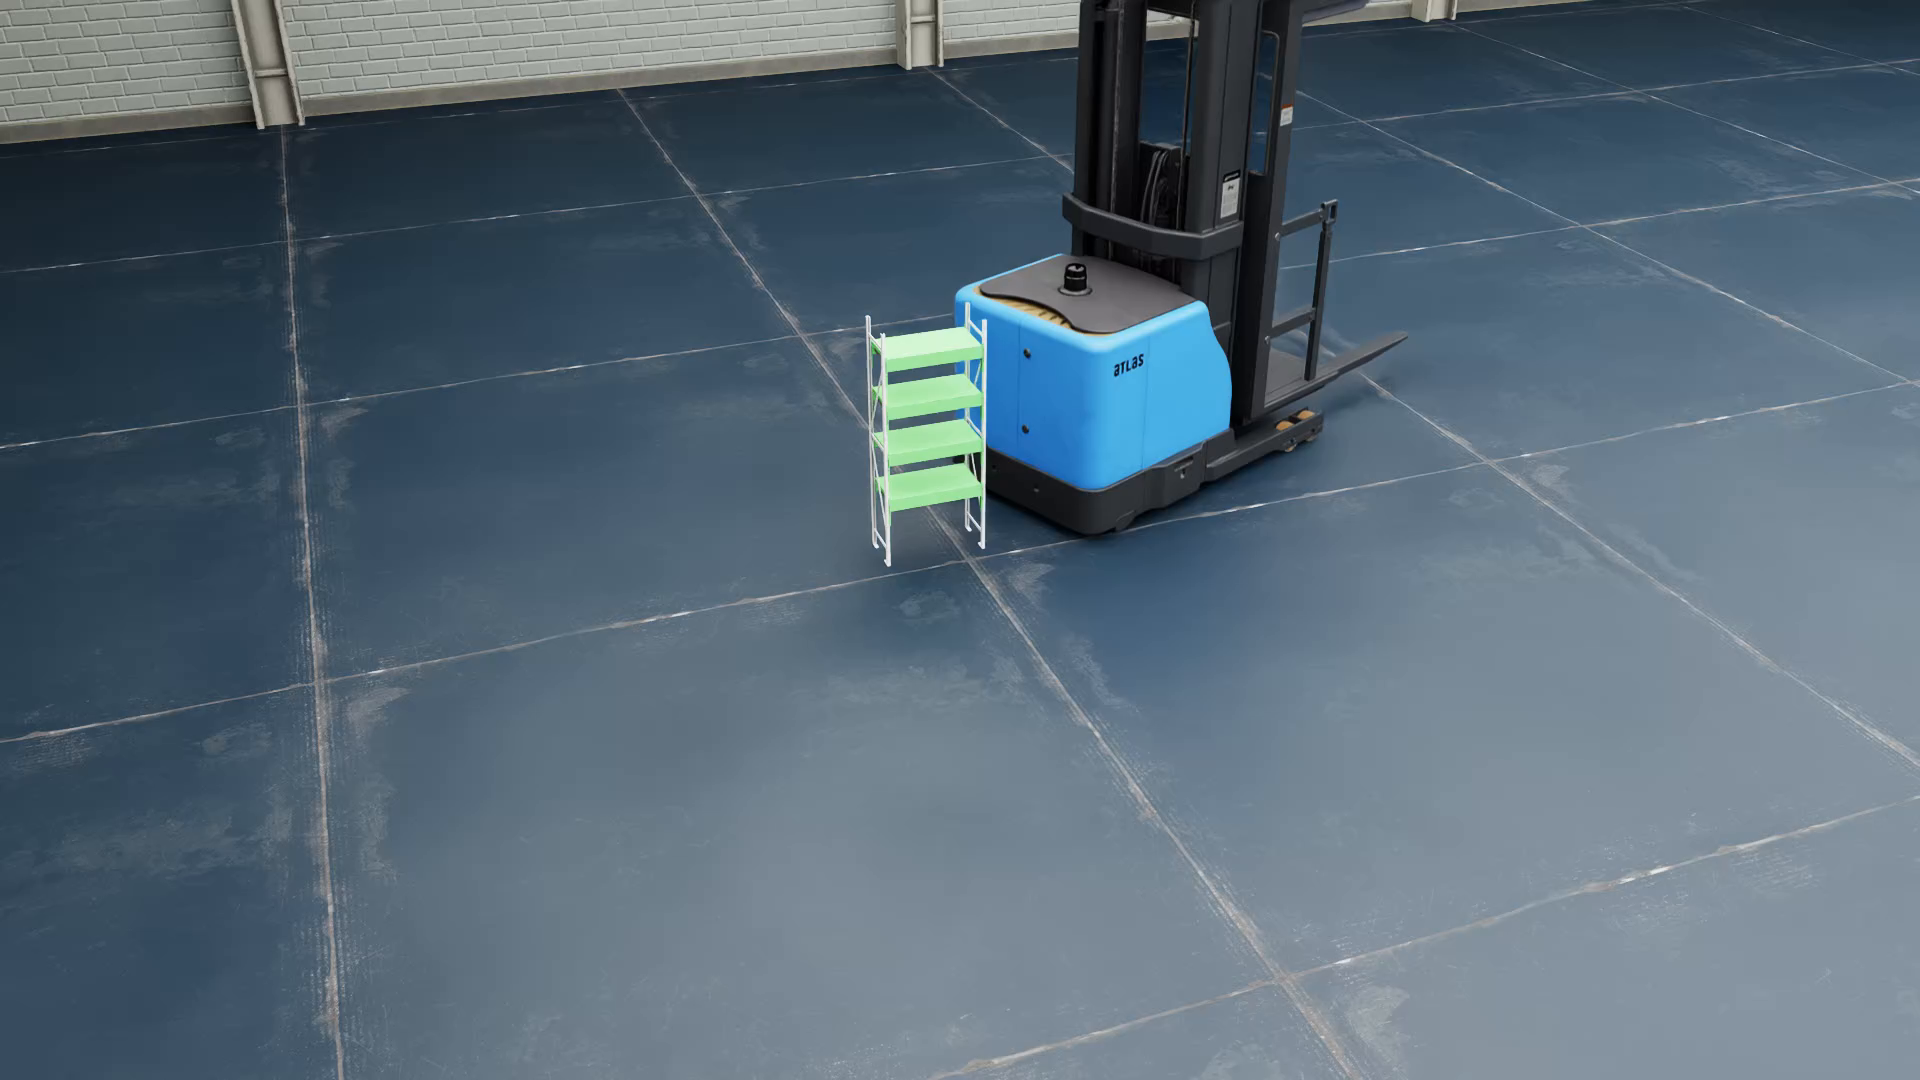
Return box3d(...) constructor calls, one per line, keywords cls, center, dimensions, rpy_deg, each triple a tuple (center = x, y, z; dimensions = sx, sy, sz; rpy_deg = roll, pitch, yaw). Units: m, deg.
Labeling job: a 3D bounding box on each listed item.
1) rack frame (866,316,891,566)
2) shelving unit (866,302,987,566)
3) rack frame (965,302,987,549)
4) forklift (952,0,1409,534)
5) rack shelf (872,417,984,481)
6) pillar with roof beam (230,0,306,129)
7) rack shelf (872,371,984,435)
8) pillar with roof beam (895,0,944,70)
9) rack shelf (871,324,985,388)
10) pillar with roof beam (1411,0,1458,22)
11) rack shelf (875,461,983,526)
box3d(cls="rack frame", center=(-0.384, -0.451, 7.829), dimensions=(0.015, 1.200, 0.240), rpy_deg=(-10, 31, -18))
box3d(cls="shelving unit", center=(-0.155, -0.493, 7.903), dimensions=(0.503, 1.200, 0.258), rpy_deg=(-10, 31, -18))
box3d(cls="rack frame", center=(0.074, -0.535, 7.977), dimensions=(0.015, 1.200, 0.240), rpy_deg=(-10, 31, -18))
box3d(cls="forklift", center=(1.373, -1.922, 8.662), dimensions=(3.031, 2.935, 1.130), rpy_deg=(-25, 38, -37))
box3d(cls="rack shelf", center=(-0.155, -0.437, 7.934), dimensions=(0.480, 0.148, 0.258), rpy_deg=(-10, 31, -18))
box3d(cls="pillar with roof beam", center=(-4.521, -5.618, 9.020), dimensions=(0.400, 9.000, 9.100), rpy_deg=(-10, 31, -18))
box3d(cls="rack shelf", center=(-0.155, -0.646, 7.816), dimensions=(0.480, 0.148, 0.258), rpy_deg=(-10, 31, -18))
box3d(cls="pillar with roof beam", center=(1.102, -6.653, 10.837), dimensions=(0.400, 9.000, 9.100), rpy_deg=(-10, 31, -18))
box3d(cls="rack shelf", center=(-0.155, -0.854, 7.697), dimensions=(0.480, 0.148, 0.258), rpy_deg=(-10, 31, -18))
box3d(cls="pillar with roof beam", center=(6.726, -7.689, 12.655), dimensions=(0.400, 9.000, 9.100), rpy_deg=(-10, 31, -18))
box3d(cls="rack shelf", center=(-0.155, -0.229, 8.053), dimensions=(0.480, 0.148, 0.258), rpy_deg=(-10, 31, -18))
